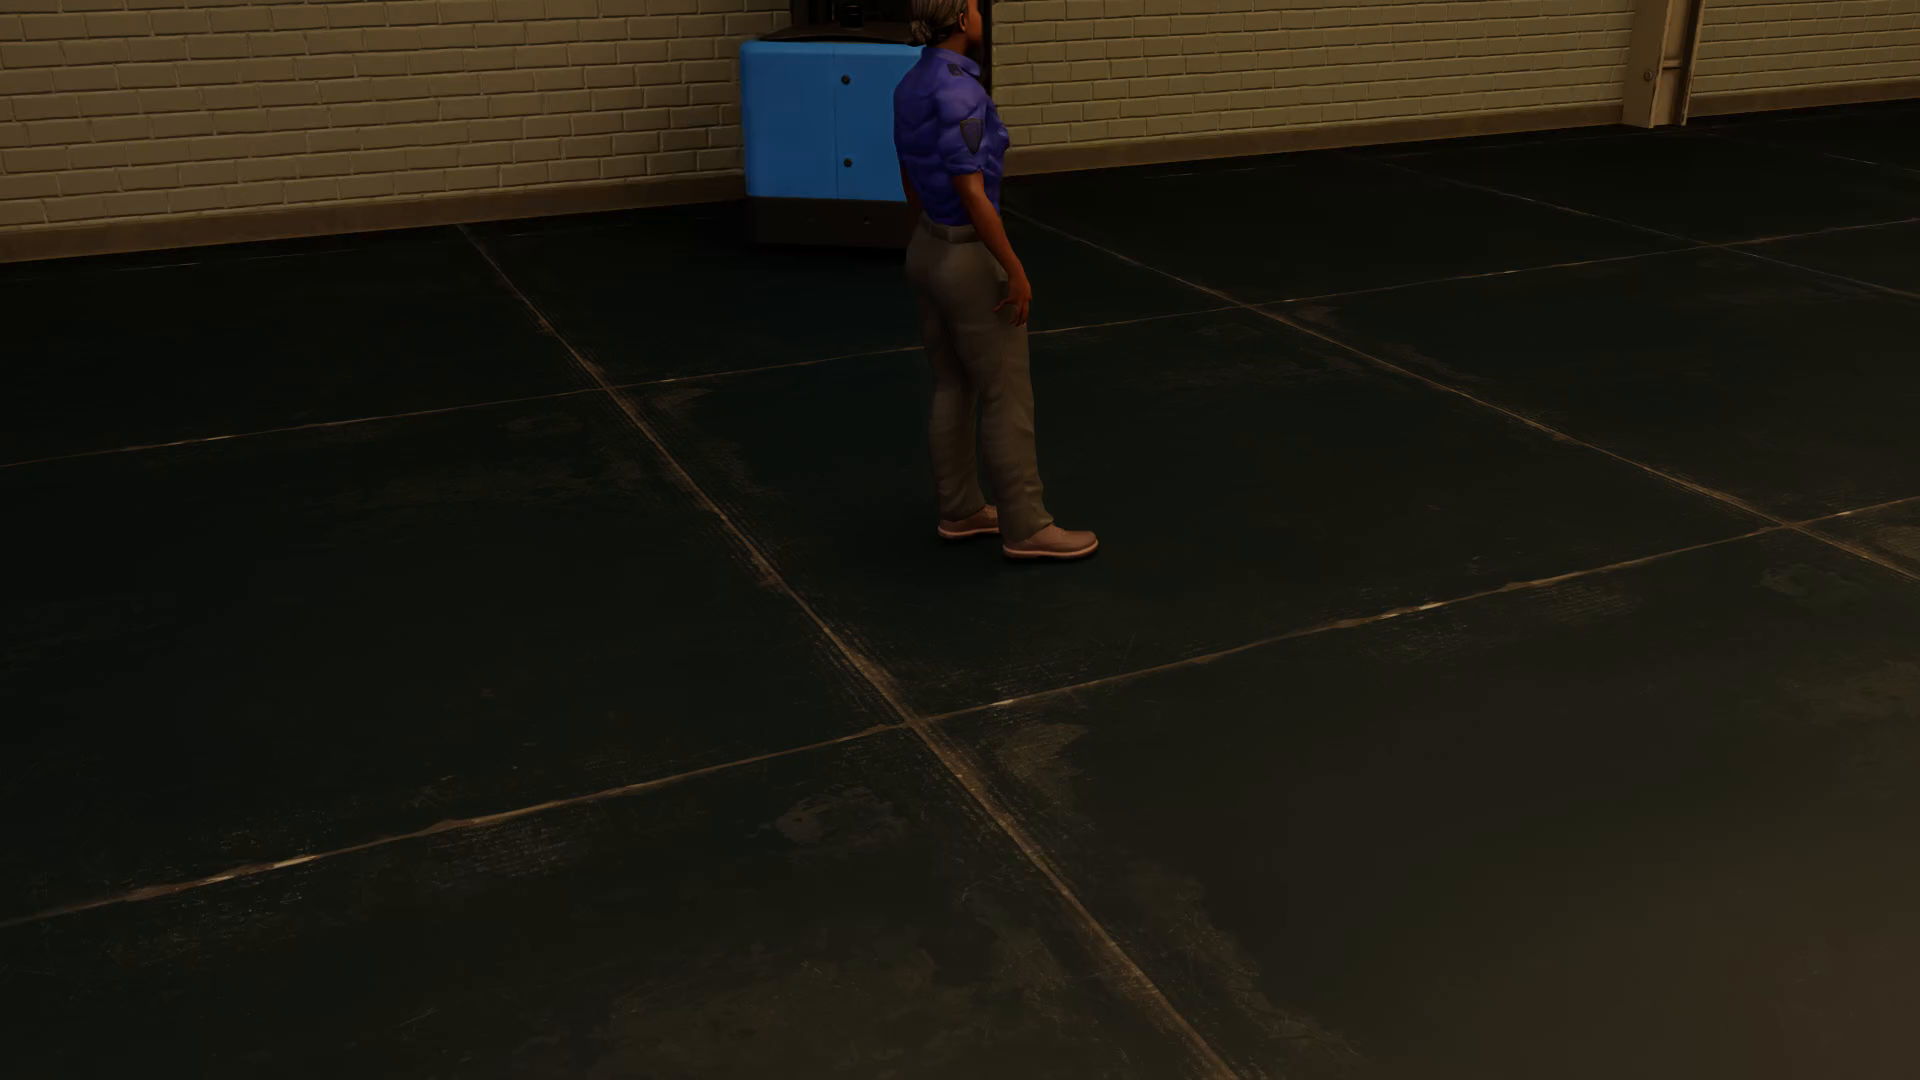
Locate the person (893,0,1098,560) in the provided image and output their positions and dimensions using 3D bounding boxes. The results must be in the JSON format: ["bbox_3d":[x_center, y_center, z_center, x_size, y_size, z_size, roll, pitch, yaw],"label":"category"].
[{"bbox_3d":[0.088,-0.778,4.804,0.504,1.654,0.569,-10,25,-23],"label":"person"}]

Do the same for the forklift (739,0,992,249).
[{"bbox_3d":[-0.366,-3.368,9.395,1.130,2.935,3.031,4,23,9],"label":"forklift"}]
